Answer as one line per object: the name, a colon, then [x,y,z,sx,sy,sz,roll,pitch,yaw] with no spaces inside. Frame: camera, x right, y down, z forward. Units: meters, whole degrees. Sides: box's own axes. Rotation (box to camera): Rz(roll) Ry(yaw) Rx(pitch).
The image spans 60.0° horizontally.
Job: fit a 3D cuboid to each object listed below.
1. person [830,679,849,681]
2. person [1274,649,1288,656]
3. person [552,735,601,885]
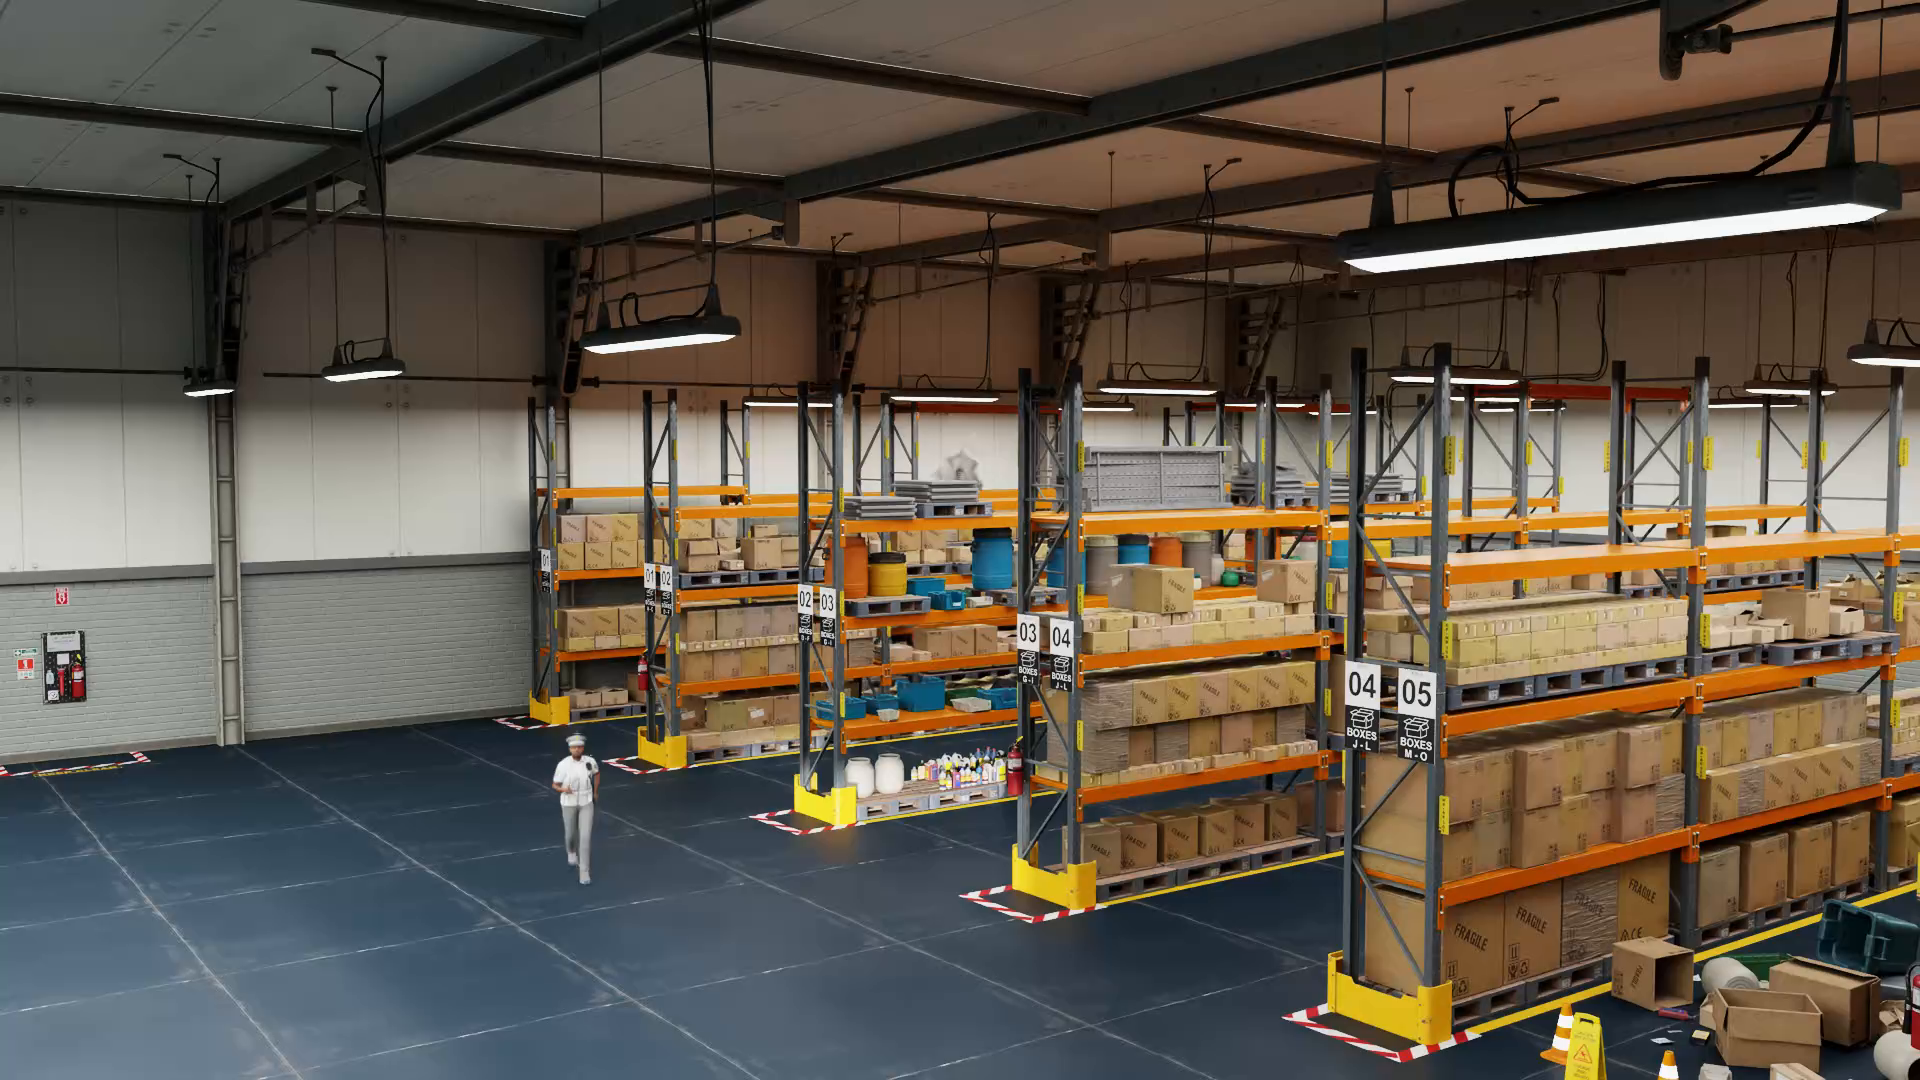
person: [-2.261,2.486,30.461,0.652,1.769,0.653,3,5,43]
person: [6.182,2.386,32.205,0.586,1.746,0.661,-3,4,-39]
person: [-4.526,3.138,19.681,0.579,1.698,0.924,-1,4,-18]
